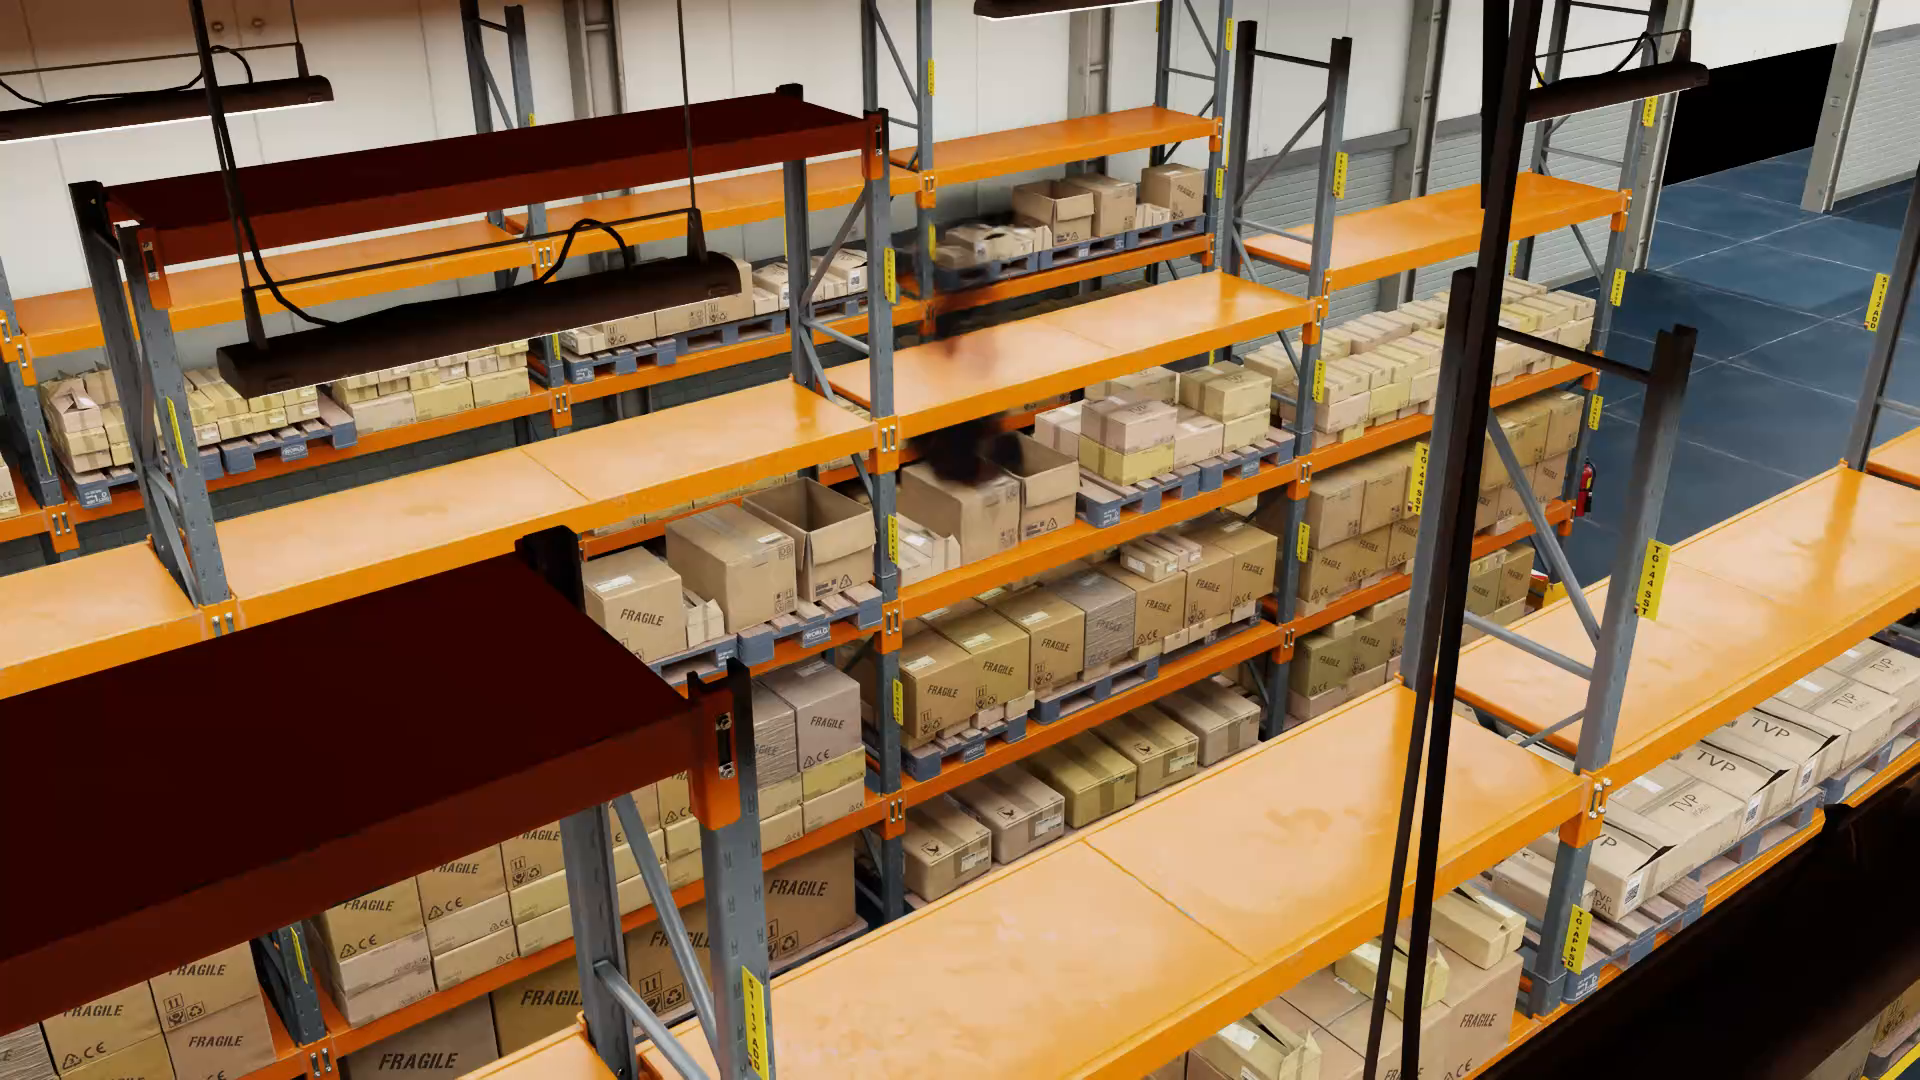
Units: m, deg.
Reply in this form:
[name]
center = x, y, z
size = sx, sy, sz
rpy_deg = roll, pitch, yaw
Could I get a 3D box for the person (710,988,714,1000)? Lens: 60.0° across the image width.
[person]
center = -1.132, 3.229, 9.602
size = 0.971, 1.777, 0.663
rpy_deg = -22, 34, -37
